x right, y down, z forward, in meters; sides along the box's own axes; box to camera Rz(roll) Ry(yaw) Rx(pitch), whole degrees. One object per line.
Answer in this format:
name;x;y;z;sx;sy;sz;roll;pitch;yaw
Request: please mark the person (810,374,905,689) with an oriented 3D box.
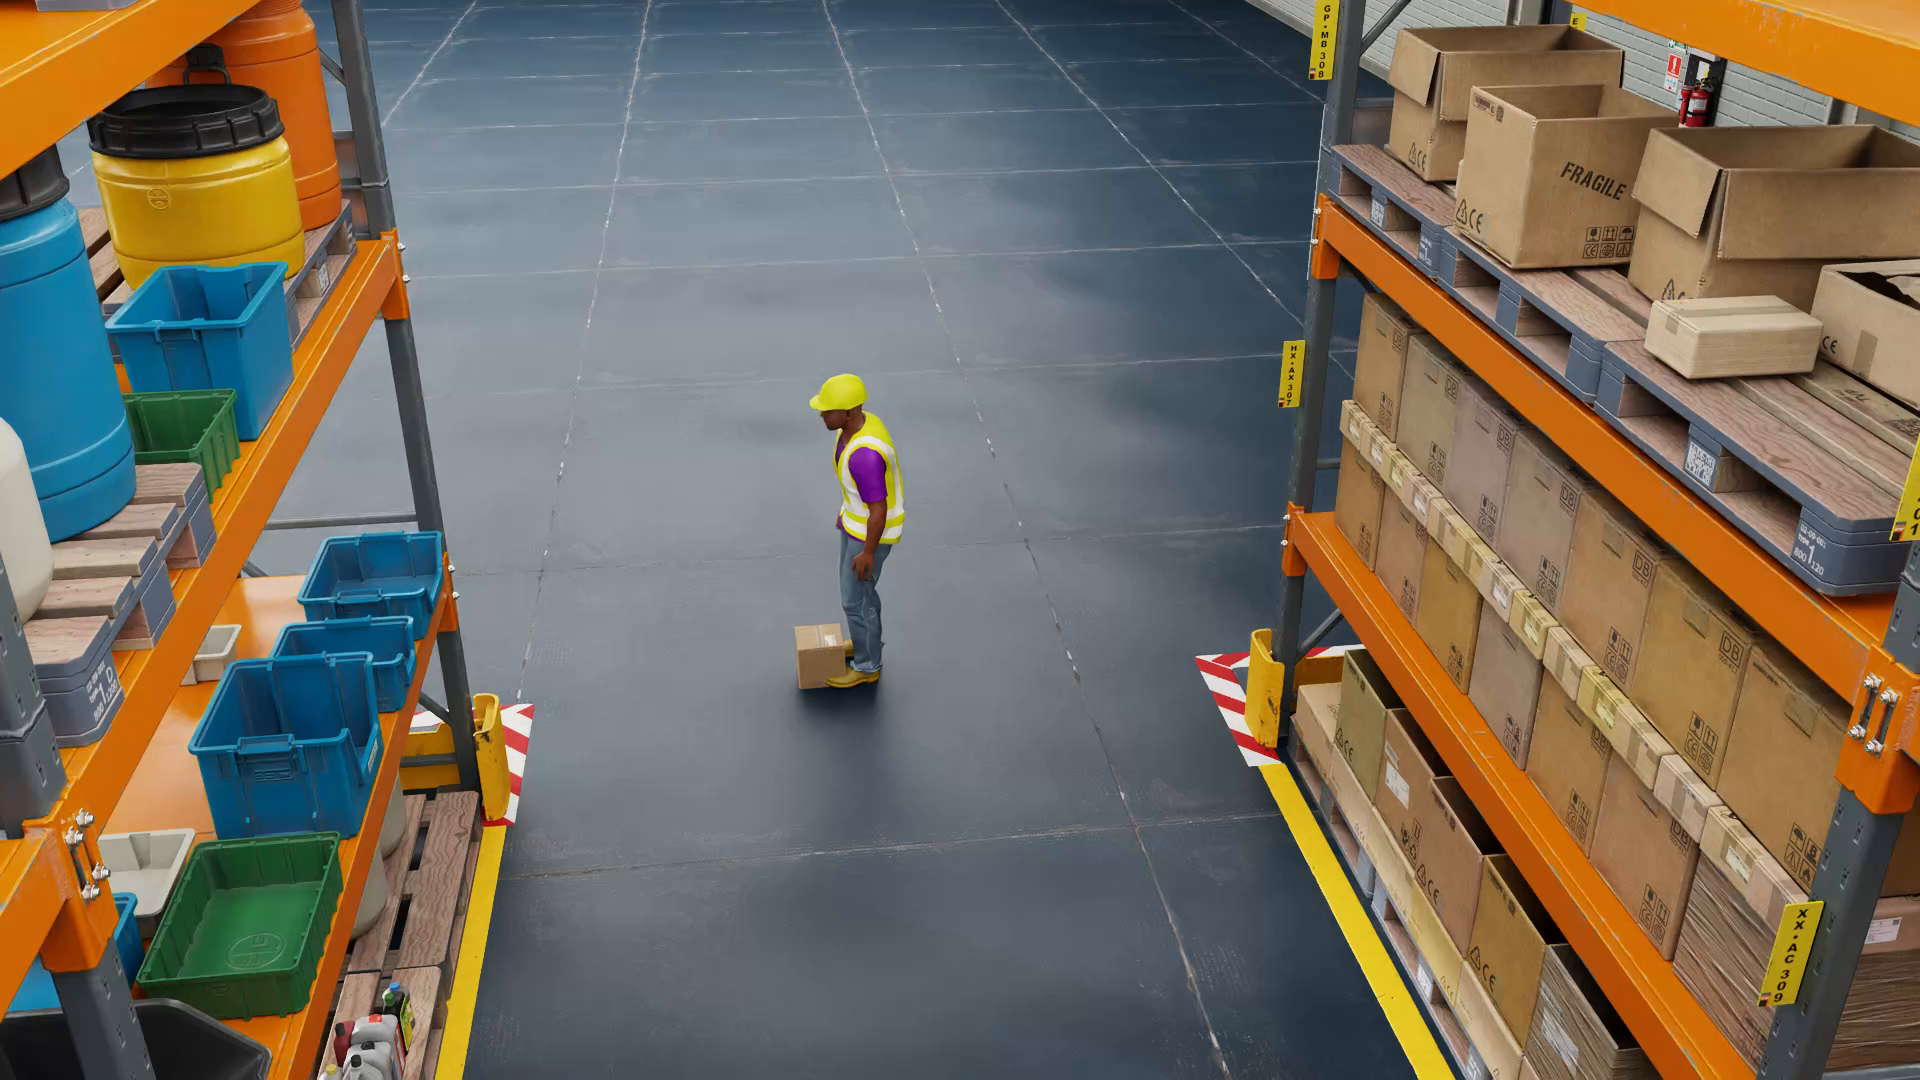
person;-0.530;-0.053;8.708;0.460;1.756;0.634;-5;27;-10
